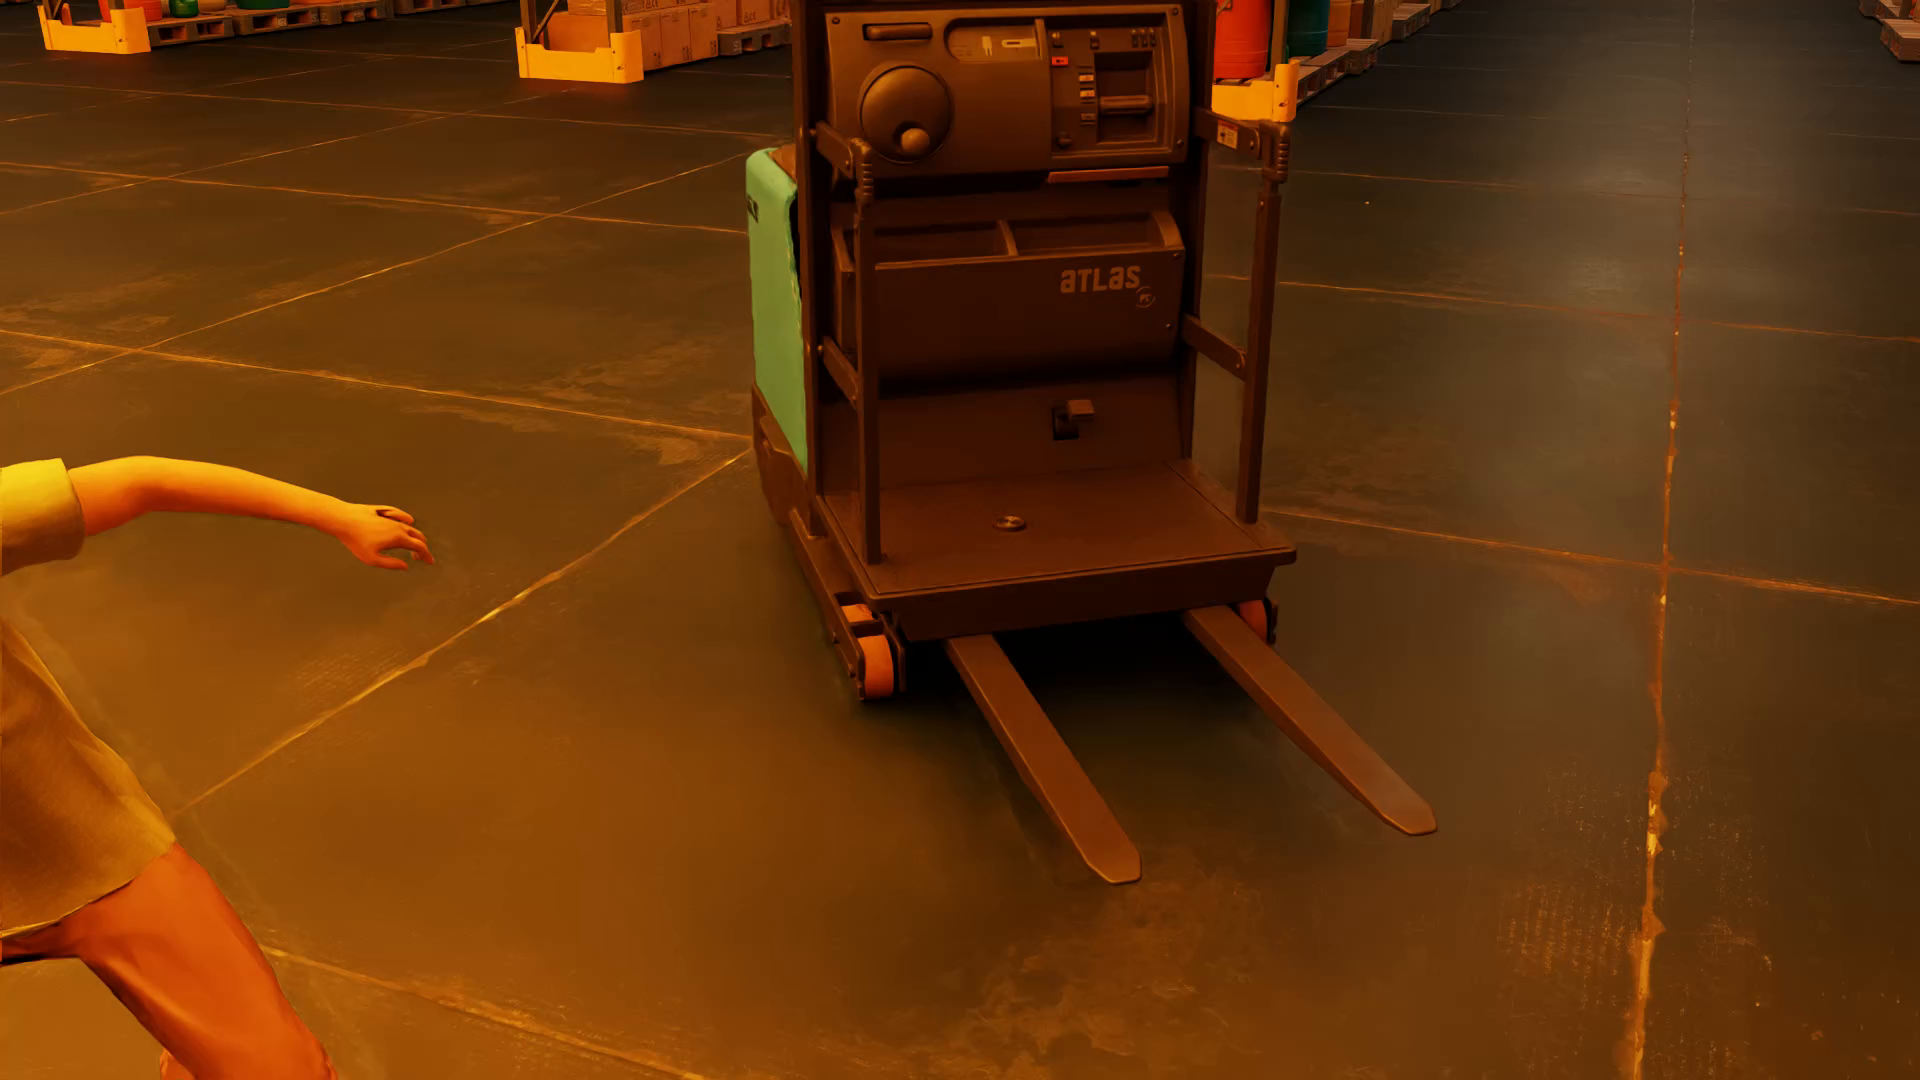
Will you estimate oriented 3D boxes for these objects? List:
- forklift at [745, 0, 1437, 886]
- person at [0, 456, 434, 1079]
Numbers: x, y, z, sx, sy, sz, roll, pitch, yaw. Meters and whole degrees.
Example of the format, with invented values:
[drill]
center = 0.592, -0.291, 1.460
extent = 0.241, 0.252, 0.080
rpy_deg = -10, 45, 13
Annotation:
[forklift]
center = 0.189, -1.119, 3.969
extent = 1.130, 2.935, 3.031
rpy_deg = -6, 23, -14
[person]
center = -1.176, 0.478, 2.109
extent = 1.069, 1.419, 0.712
rpy_deg = -7, 24, -16
